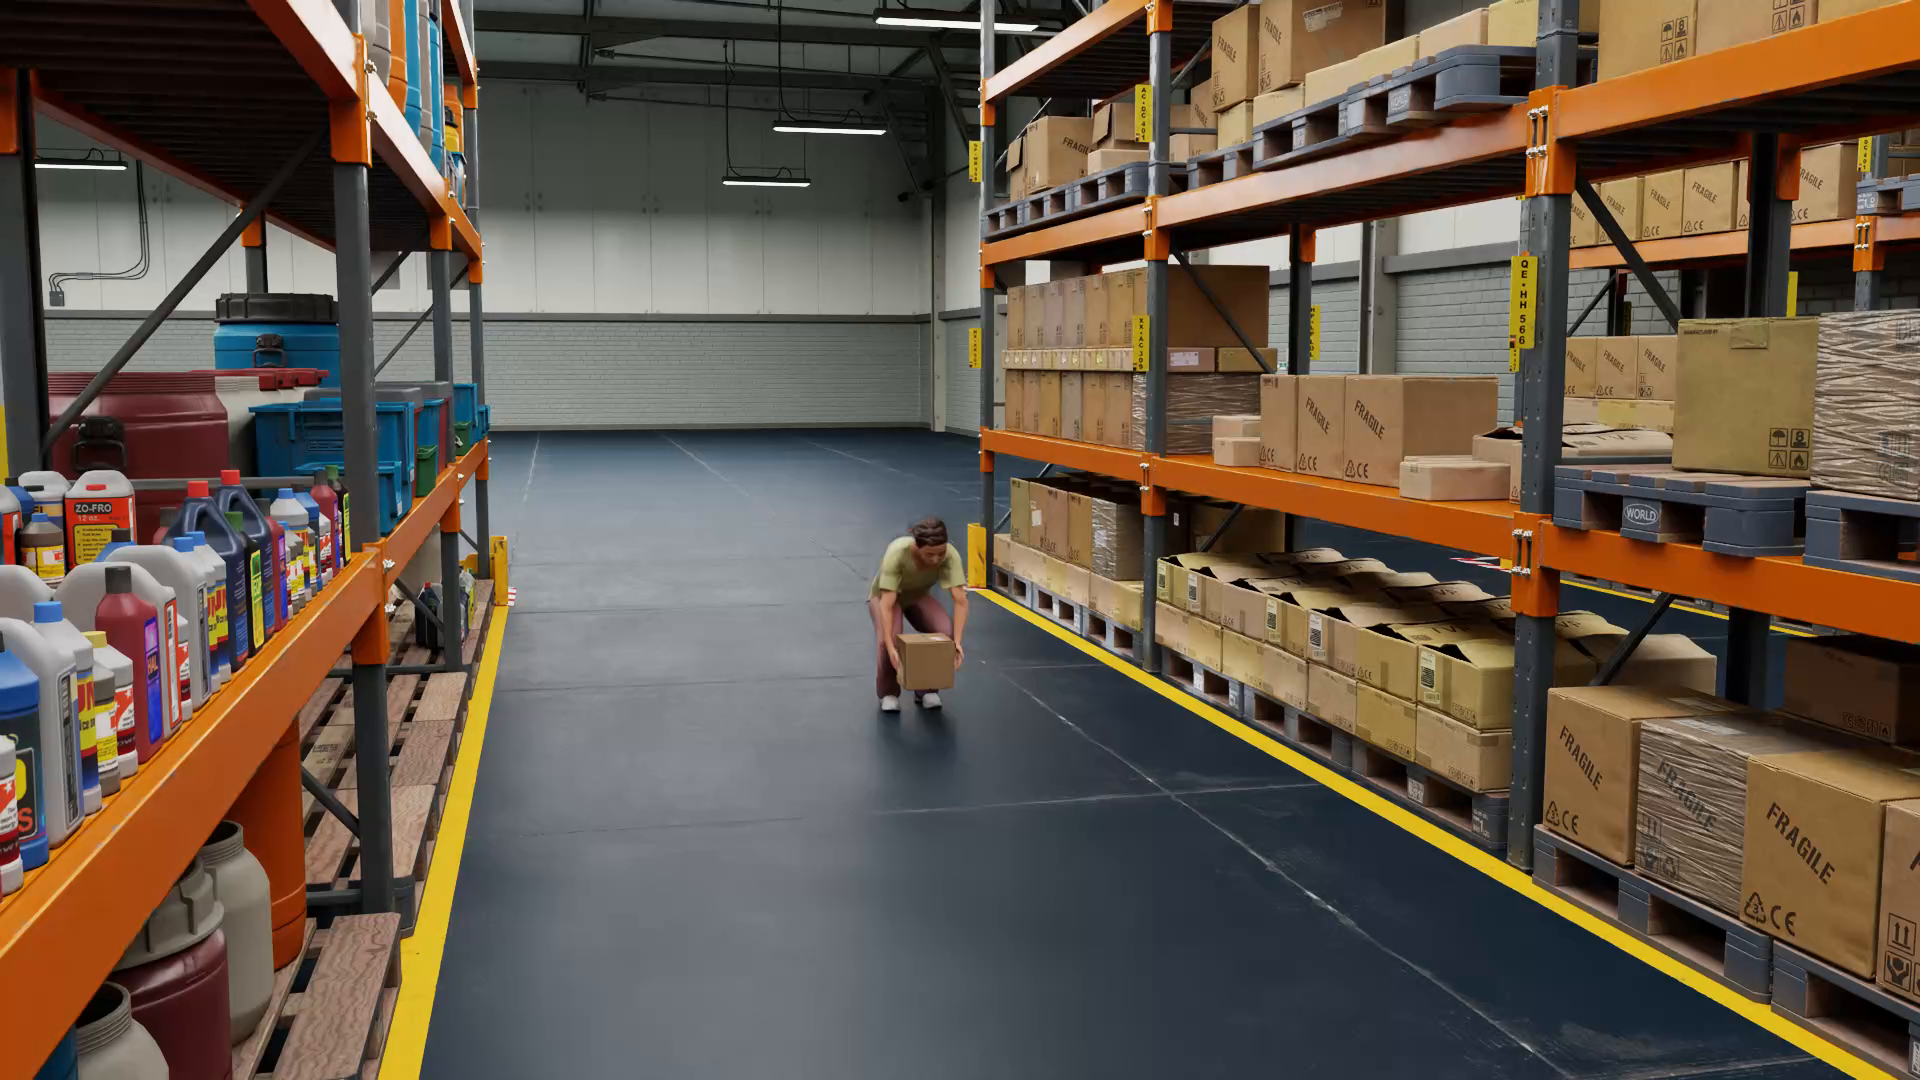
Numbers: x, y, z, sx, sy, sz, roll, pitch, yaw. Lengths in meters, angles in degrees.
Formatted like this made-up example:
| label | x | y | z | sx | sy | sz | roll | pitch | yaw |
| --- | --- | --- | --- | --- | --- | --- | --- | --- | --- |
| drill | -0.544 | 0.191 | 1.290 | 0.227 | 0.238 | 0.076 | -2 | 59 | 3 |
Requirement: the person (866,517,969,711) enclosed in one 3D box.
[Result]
| label | x | y | z | sx | sy | sz | roll | pitch | yaw |
| --- | --- | --- | --- | --- | --- | --- | --- | --- | --- |
| person | -0.230 | 0.383 | 8.946 | 0.494 | 1.069 | 0.758 | -2 | 6 | -14 |
